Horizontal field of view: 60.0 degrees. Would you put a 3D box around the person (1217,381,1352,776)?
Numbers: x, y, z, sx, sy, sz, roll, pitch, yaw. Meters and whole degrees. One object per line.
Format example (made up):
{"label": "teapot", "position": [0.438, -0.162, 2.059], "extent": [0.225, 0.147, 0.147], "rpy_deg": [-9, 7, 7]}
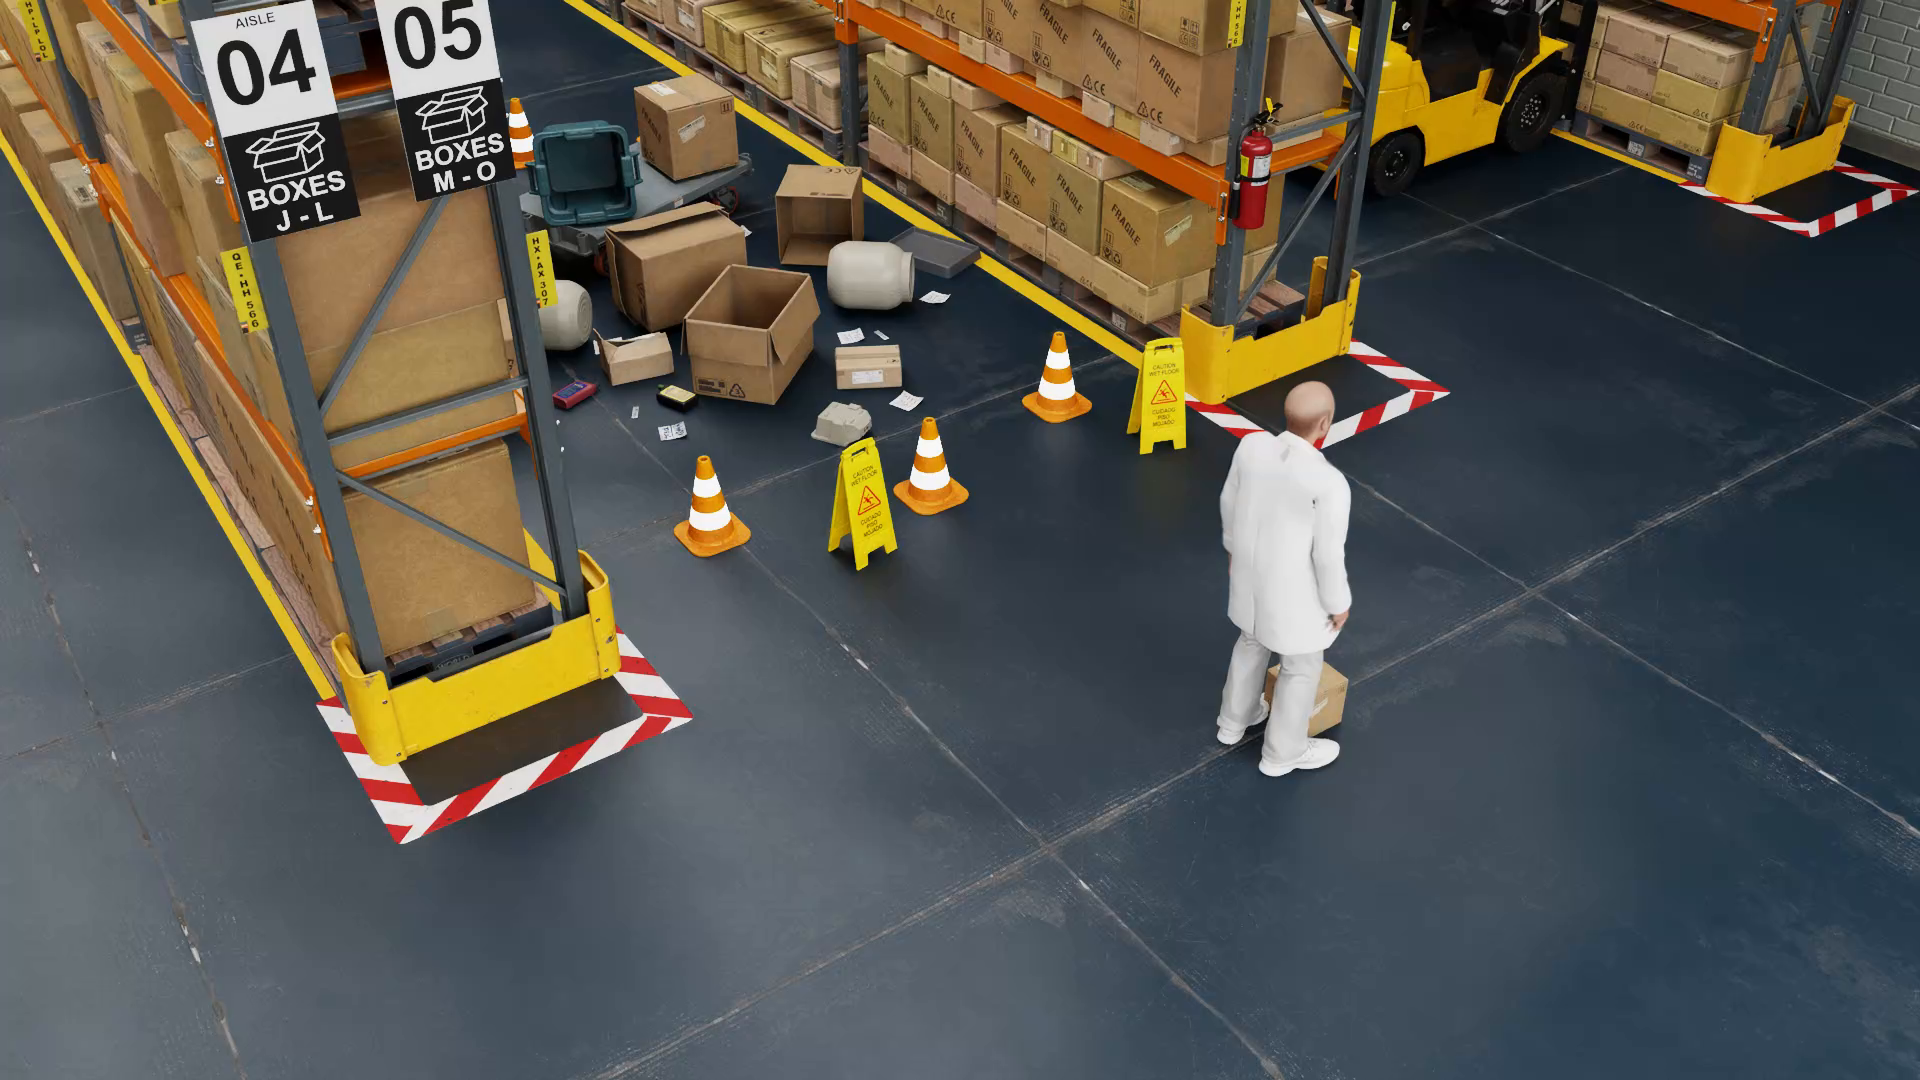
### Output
{"label": "person", "position": [1.318, 0.152, 6.806], "extent": [0.420, 1.775, 0.654], "rpy_deg": [-25, 43, -30]}
